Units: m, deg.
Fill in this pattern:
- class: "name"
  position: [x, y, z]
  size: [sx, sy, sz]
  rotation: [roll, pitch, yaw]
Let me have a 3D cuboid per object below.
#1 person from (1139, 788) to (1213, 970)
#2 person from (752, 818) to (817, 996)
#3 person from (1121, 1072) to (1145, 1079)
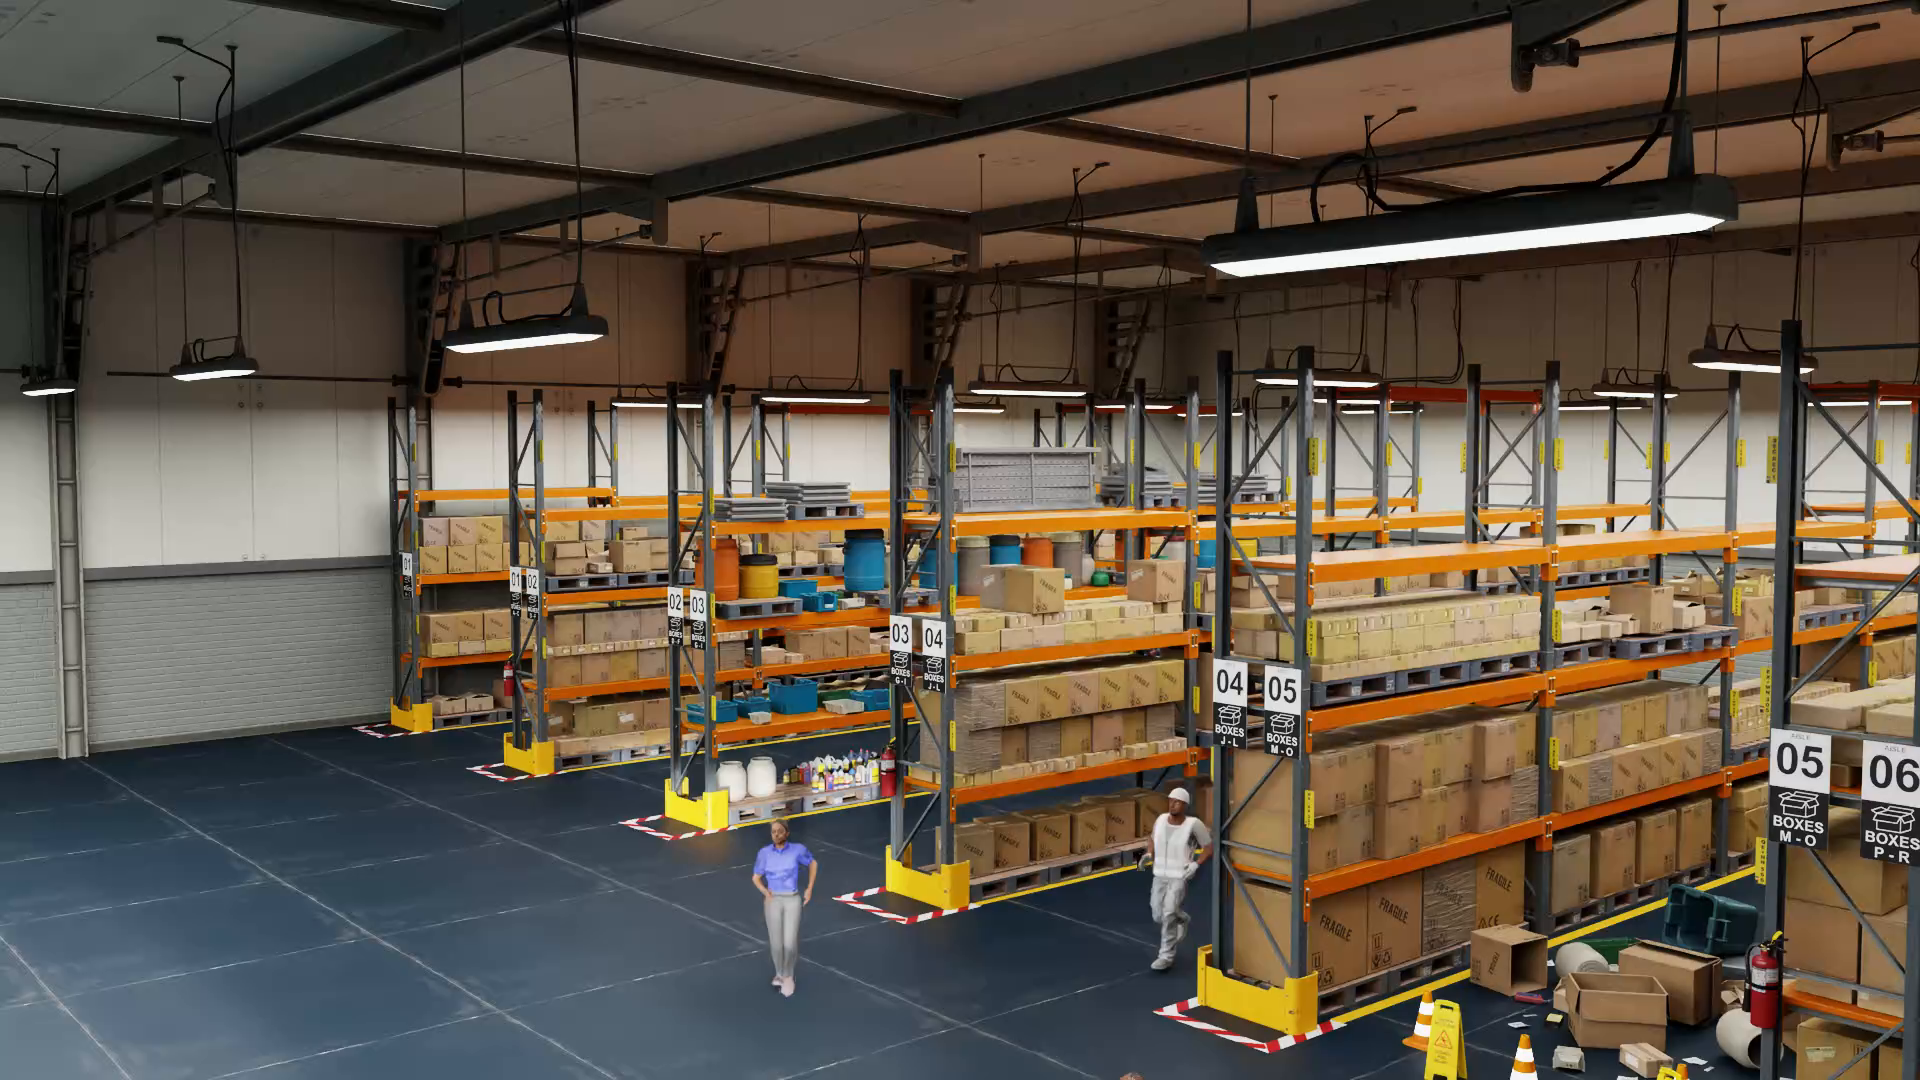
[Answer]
- class: "person"
  position: [2.130, 3.328, 16.475]
  size: [0.680, 1.738, 0.813]
  rotation: [3, 4, 39]
- class: "person"
  position: [-1.660, 3.443, 15.614]
  size: [0.581, 1.651, 0.656]
  rotation: [0, 3, 3]
- class: "person"
  position: [1.009, 3.825, 9.470]
  size: [0.524, 1.563, 0.553]
  rotation: [0, 3, 3]
